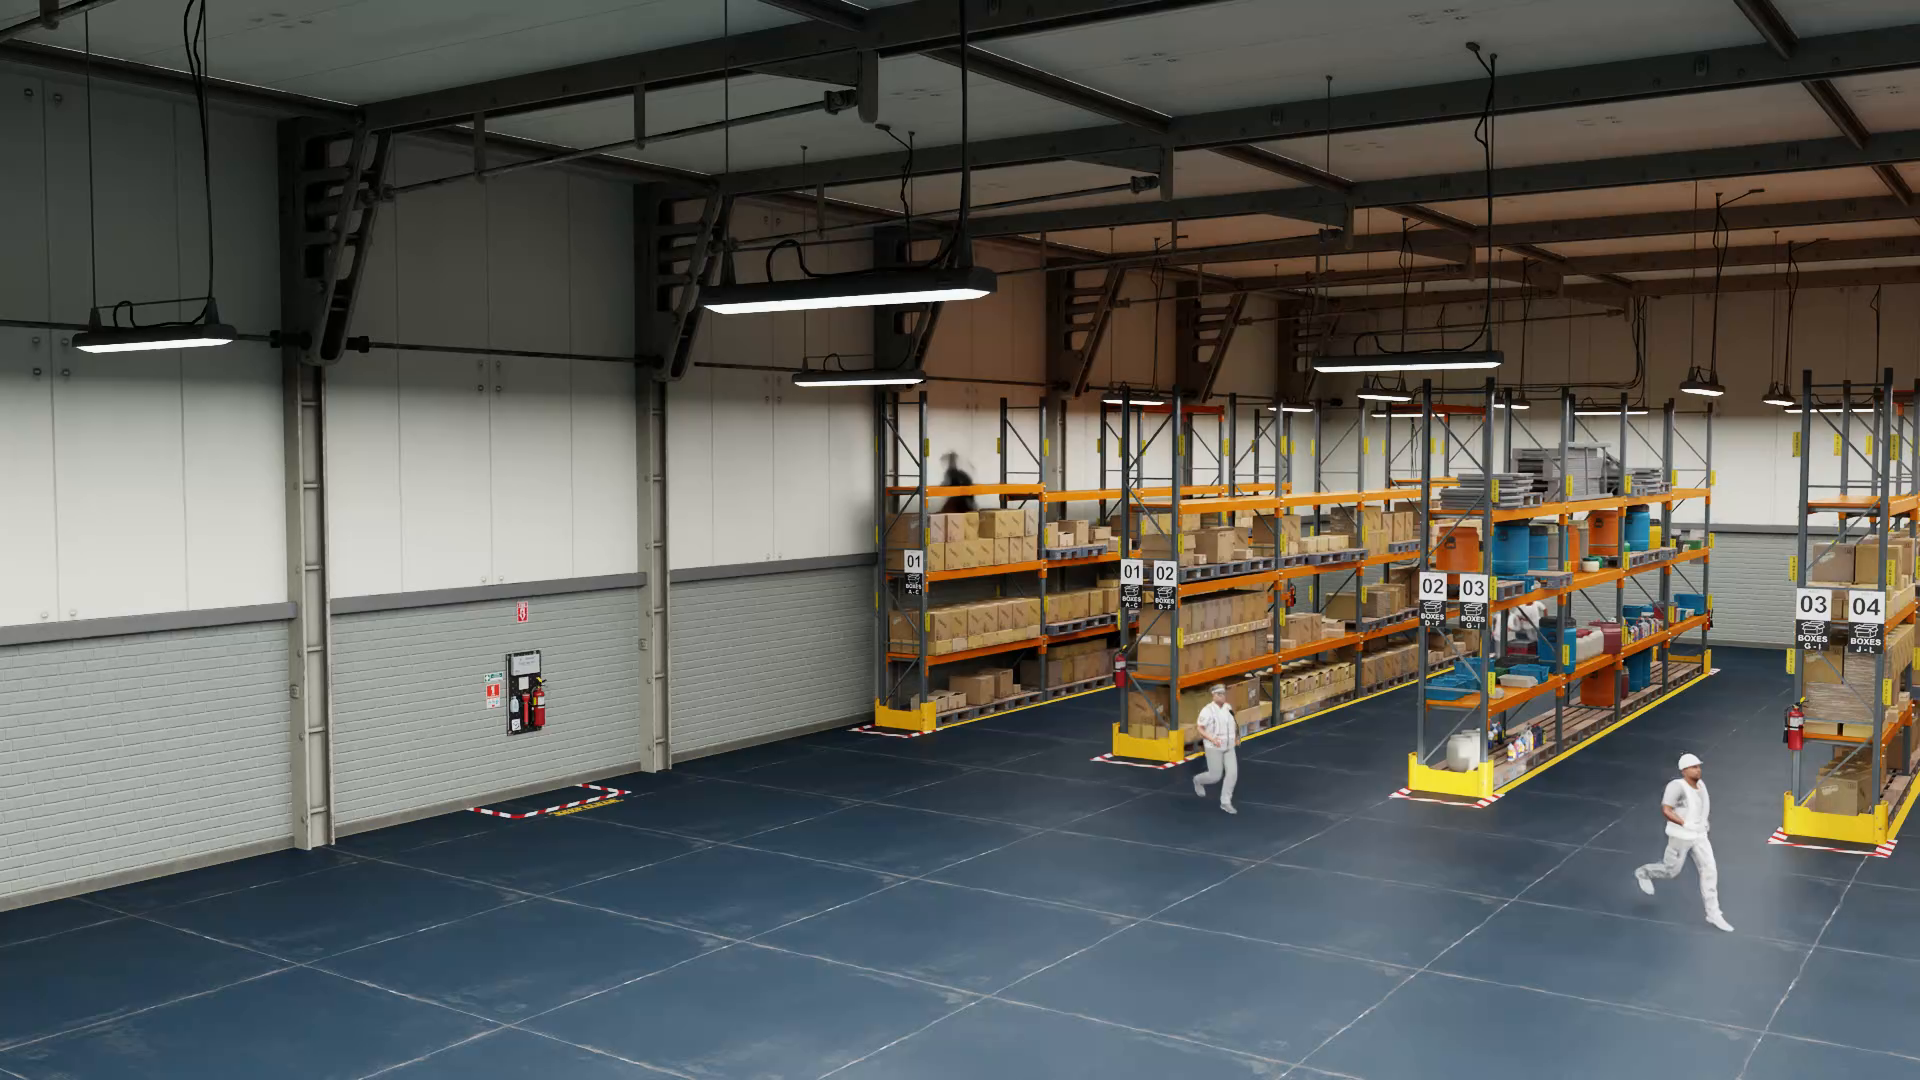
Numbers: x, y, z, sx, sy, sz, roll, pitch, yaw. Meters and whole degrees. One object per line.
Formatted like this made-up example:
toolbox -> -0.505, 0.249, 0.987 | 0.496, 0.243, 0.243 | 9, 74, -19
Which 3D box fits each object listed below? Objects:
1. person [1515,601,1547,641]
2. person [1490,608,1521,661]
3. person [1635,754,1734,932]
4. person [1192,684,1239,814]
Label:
person -> 13.202, 2.014, 38.392 | 0.757, 1.736, 0.668 | 1, 3, 24
person -> 11.538, 2.168, 35.211 | 0.624, 1.834, 0.759 | 1, 3, 18
person -> 7.669, 3.149, 17.626 | 0.649, 1.777, 1.150 | -1, 3, -24
person -> 3.581, 2.862, 23.059 | 0.673, 1.771, 0.829 | -2, 4, -28
